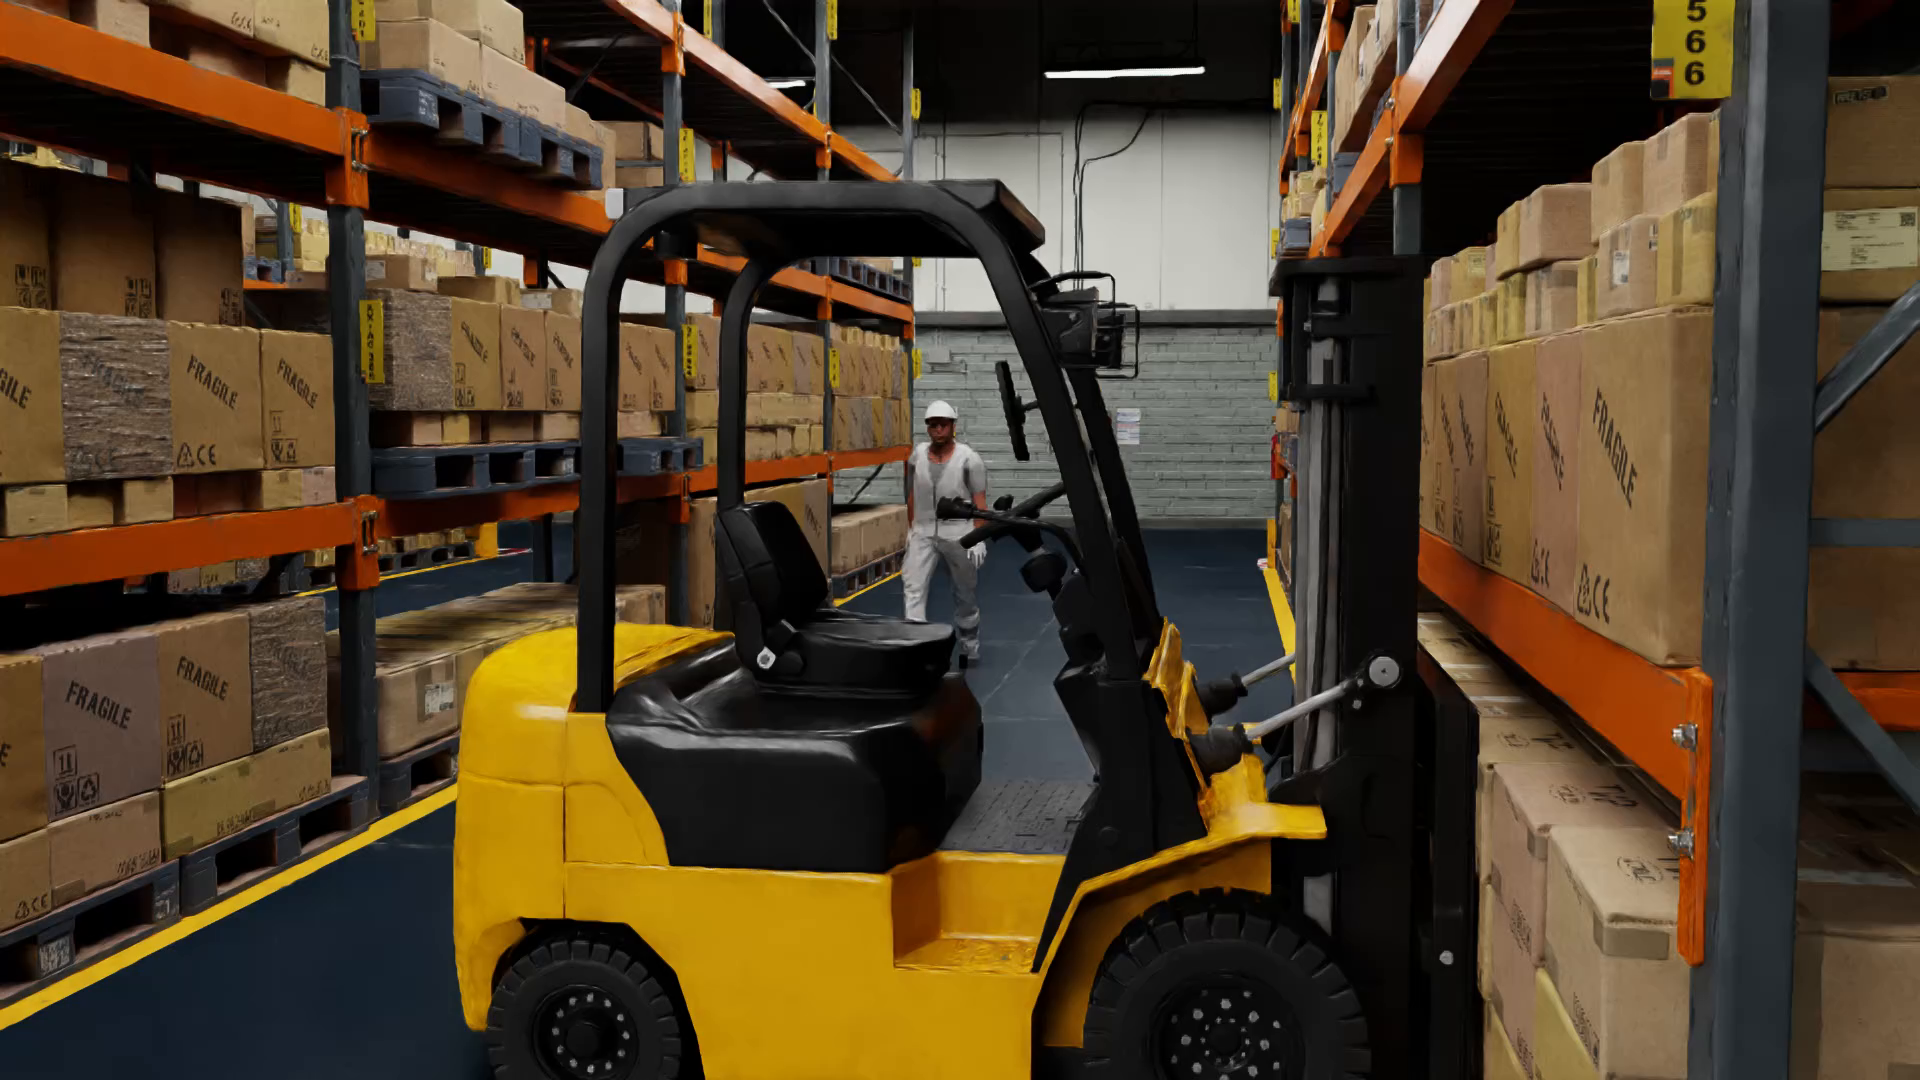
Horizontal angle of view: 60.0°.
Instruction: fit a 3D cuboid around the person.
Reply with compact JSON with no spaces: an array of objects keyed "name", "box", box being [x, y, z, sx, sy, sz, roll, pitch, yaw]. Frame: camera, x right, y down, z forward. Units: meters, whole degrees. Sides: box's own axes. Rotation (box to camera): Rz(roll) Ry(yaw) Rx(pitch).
[{"name":"person","box":[-0.121,-0.024,10.468,0.581,1.708,1.102,1,5,14]}]
